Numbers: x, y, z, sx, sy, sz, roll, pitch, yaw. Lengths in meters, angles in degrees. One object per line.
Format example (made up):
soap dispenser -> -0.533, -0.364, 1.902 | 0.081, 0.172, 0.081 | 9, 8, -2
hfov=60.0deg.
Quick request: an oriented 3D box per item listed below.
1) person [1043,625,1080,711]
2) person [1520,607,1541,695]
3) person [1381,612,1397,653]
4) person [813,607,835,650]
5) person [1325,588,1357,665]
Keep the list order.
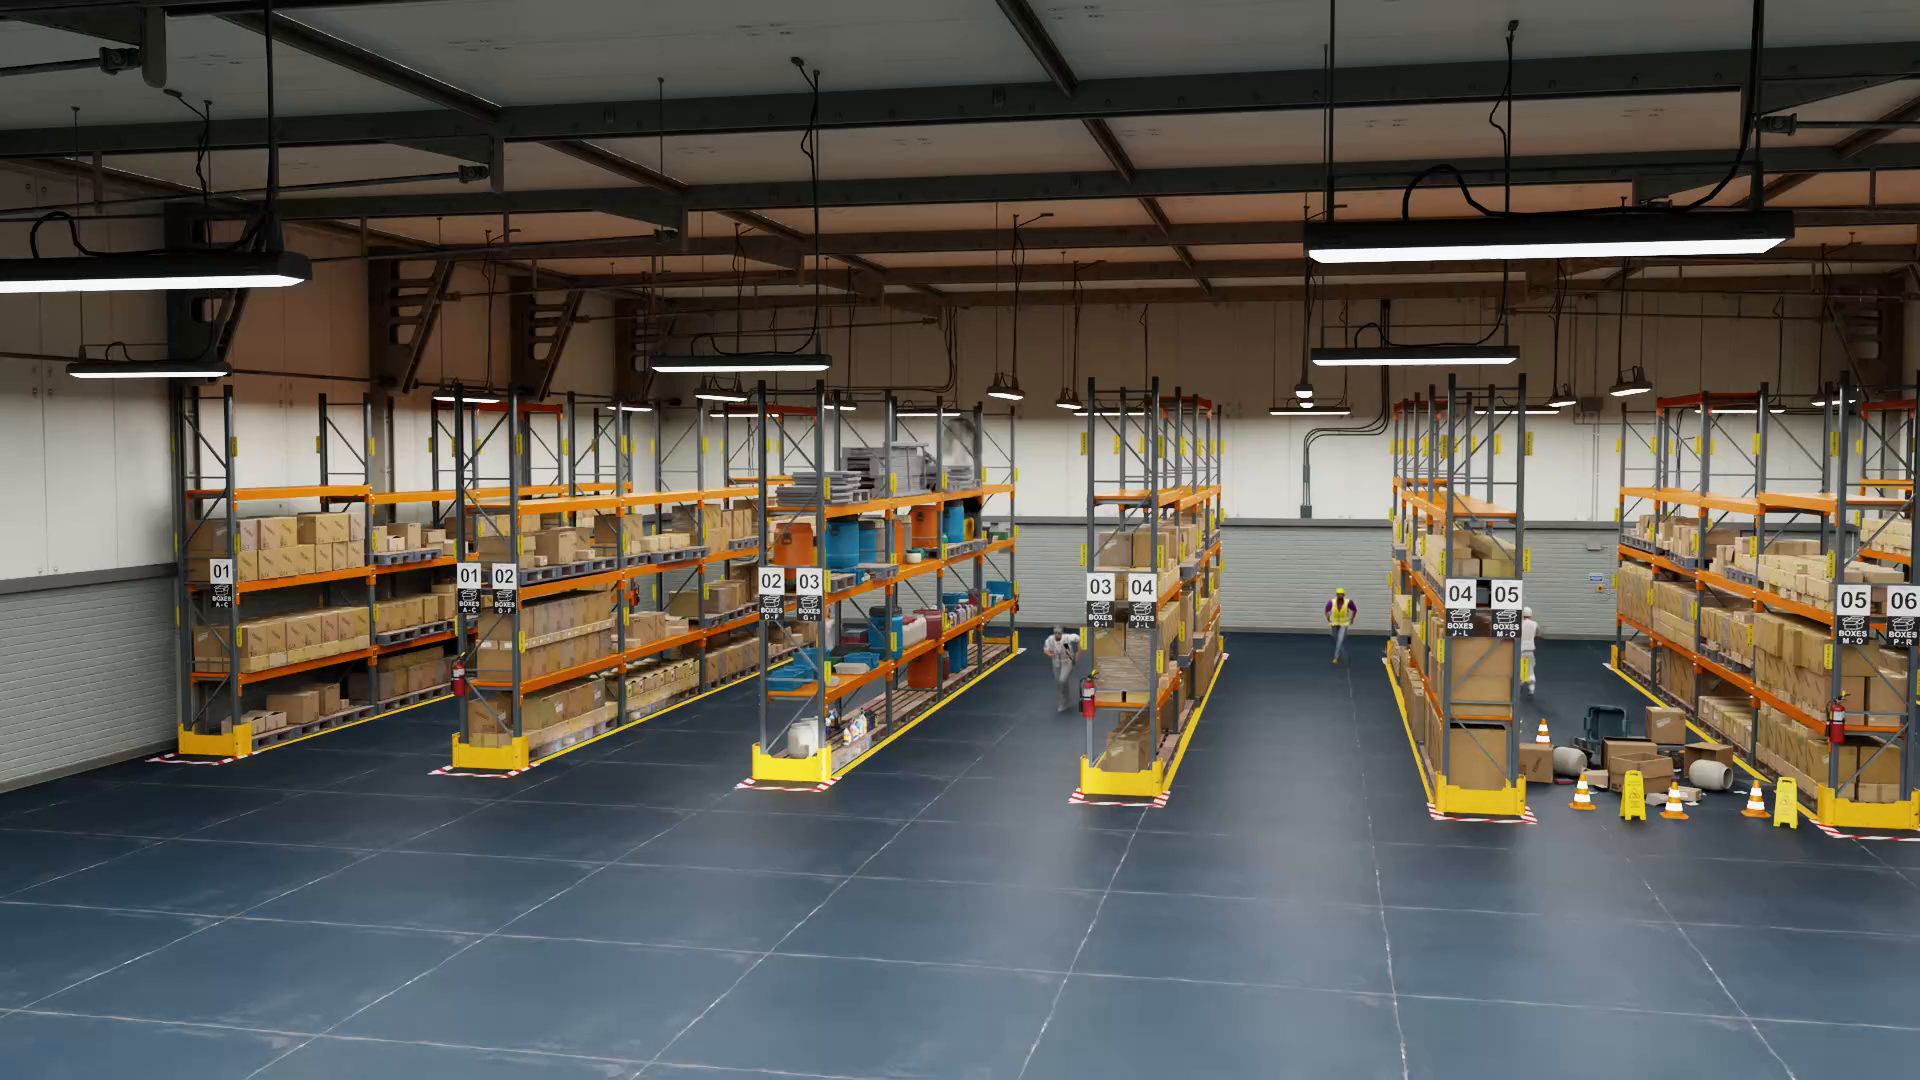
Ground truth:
person -> 1.976, 2.439, 31.759 | 0.704, 1.710, 1.021 | 1, 3, 17
person -> 11.333, 2.235, 33.411 | 0.663, 1.783, 0.884 | 1, 3, 12
person -> 10.501, 1.951, 39.764 | 0.919, 1.613, 0.590 | 2, 4, 27
person -> -2.814, 2.224, 35.090 | 0.573, 1.624, 0.758 | 0, 3, 5
person -> 8.783, 1.968, 38.441 | 0.707, 1.729, 1.117 | 1, 3, 22
